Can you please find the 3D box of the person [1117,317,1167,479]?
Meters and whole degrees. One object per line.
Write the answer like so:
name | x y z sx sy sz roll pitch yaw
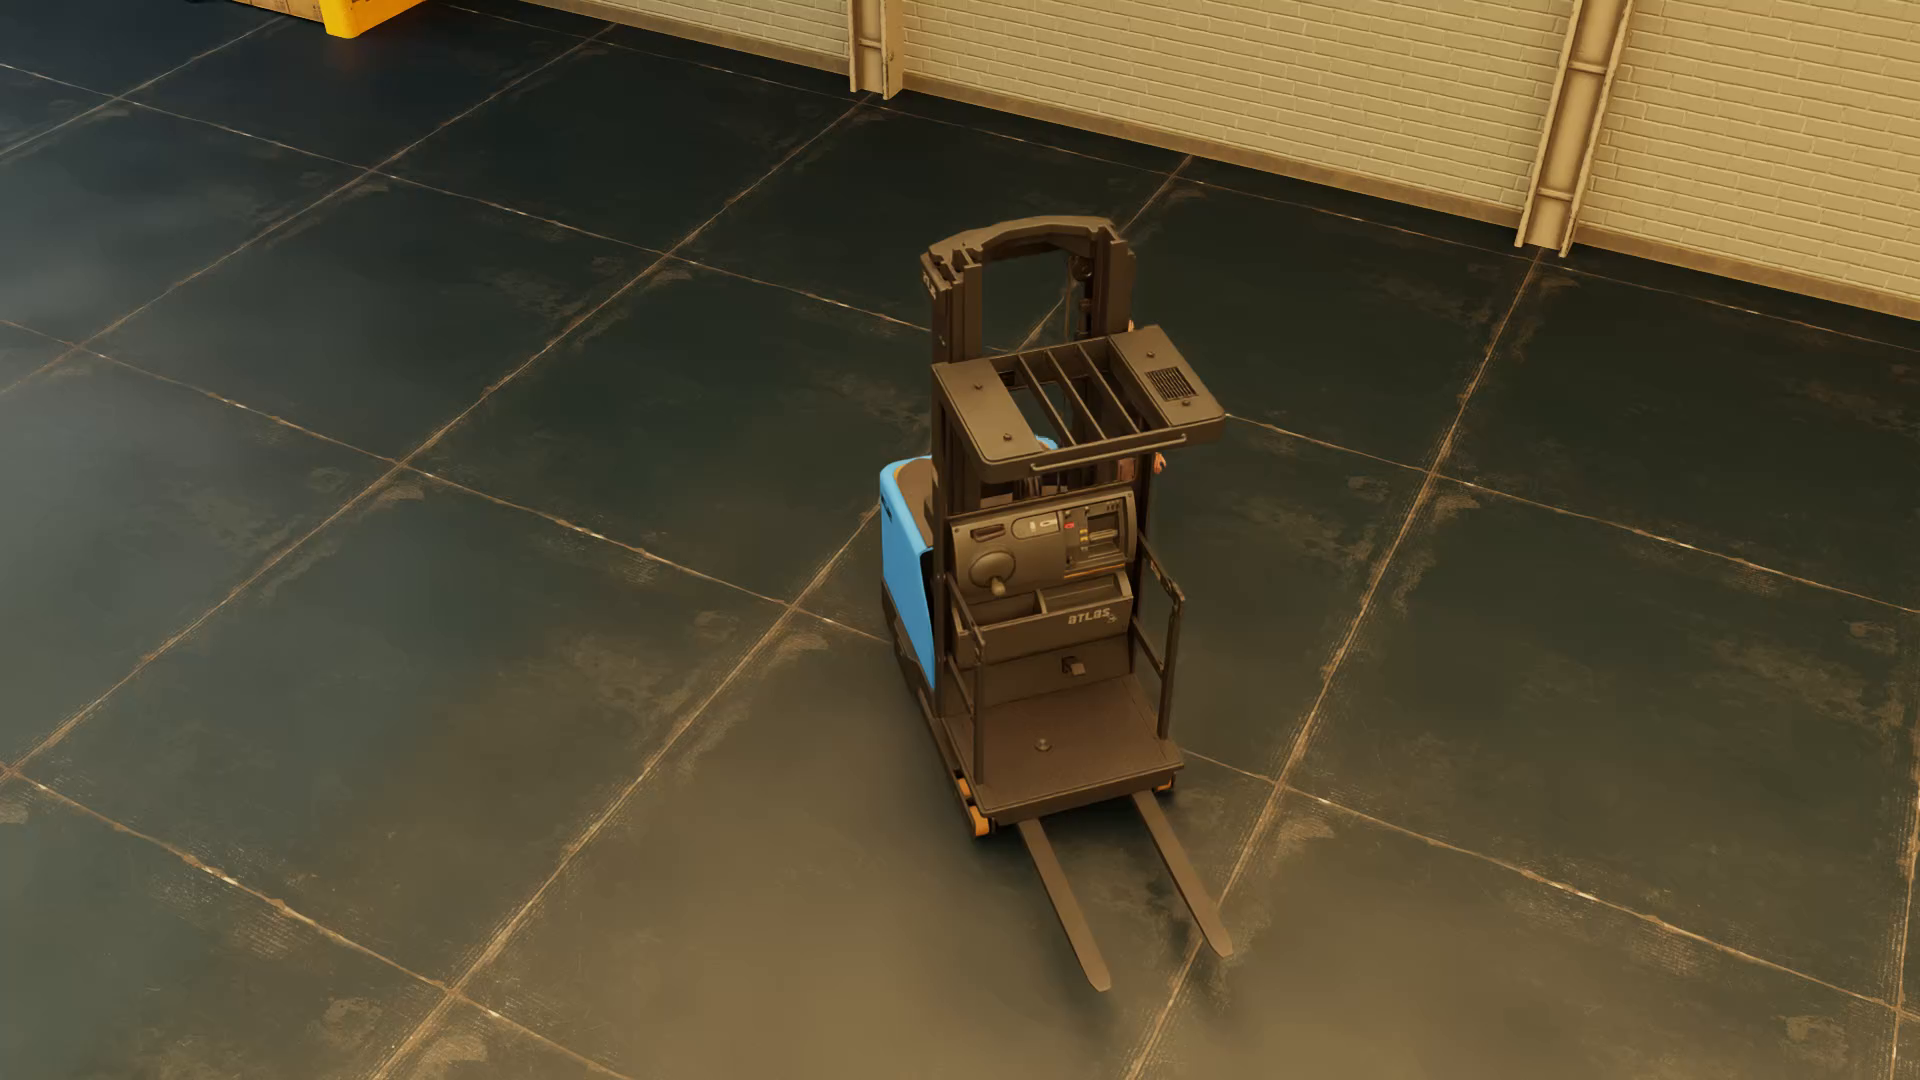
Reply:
person | 0.939 -0.635 9.730 0.408 1.694 0.864 -16 43 -18

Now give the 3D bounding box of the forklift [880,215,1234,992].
forklift | 0.480 0.093 7.876 1.130 2.935 3.031 -12 41 -14
